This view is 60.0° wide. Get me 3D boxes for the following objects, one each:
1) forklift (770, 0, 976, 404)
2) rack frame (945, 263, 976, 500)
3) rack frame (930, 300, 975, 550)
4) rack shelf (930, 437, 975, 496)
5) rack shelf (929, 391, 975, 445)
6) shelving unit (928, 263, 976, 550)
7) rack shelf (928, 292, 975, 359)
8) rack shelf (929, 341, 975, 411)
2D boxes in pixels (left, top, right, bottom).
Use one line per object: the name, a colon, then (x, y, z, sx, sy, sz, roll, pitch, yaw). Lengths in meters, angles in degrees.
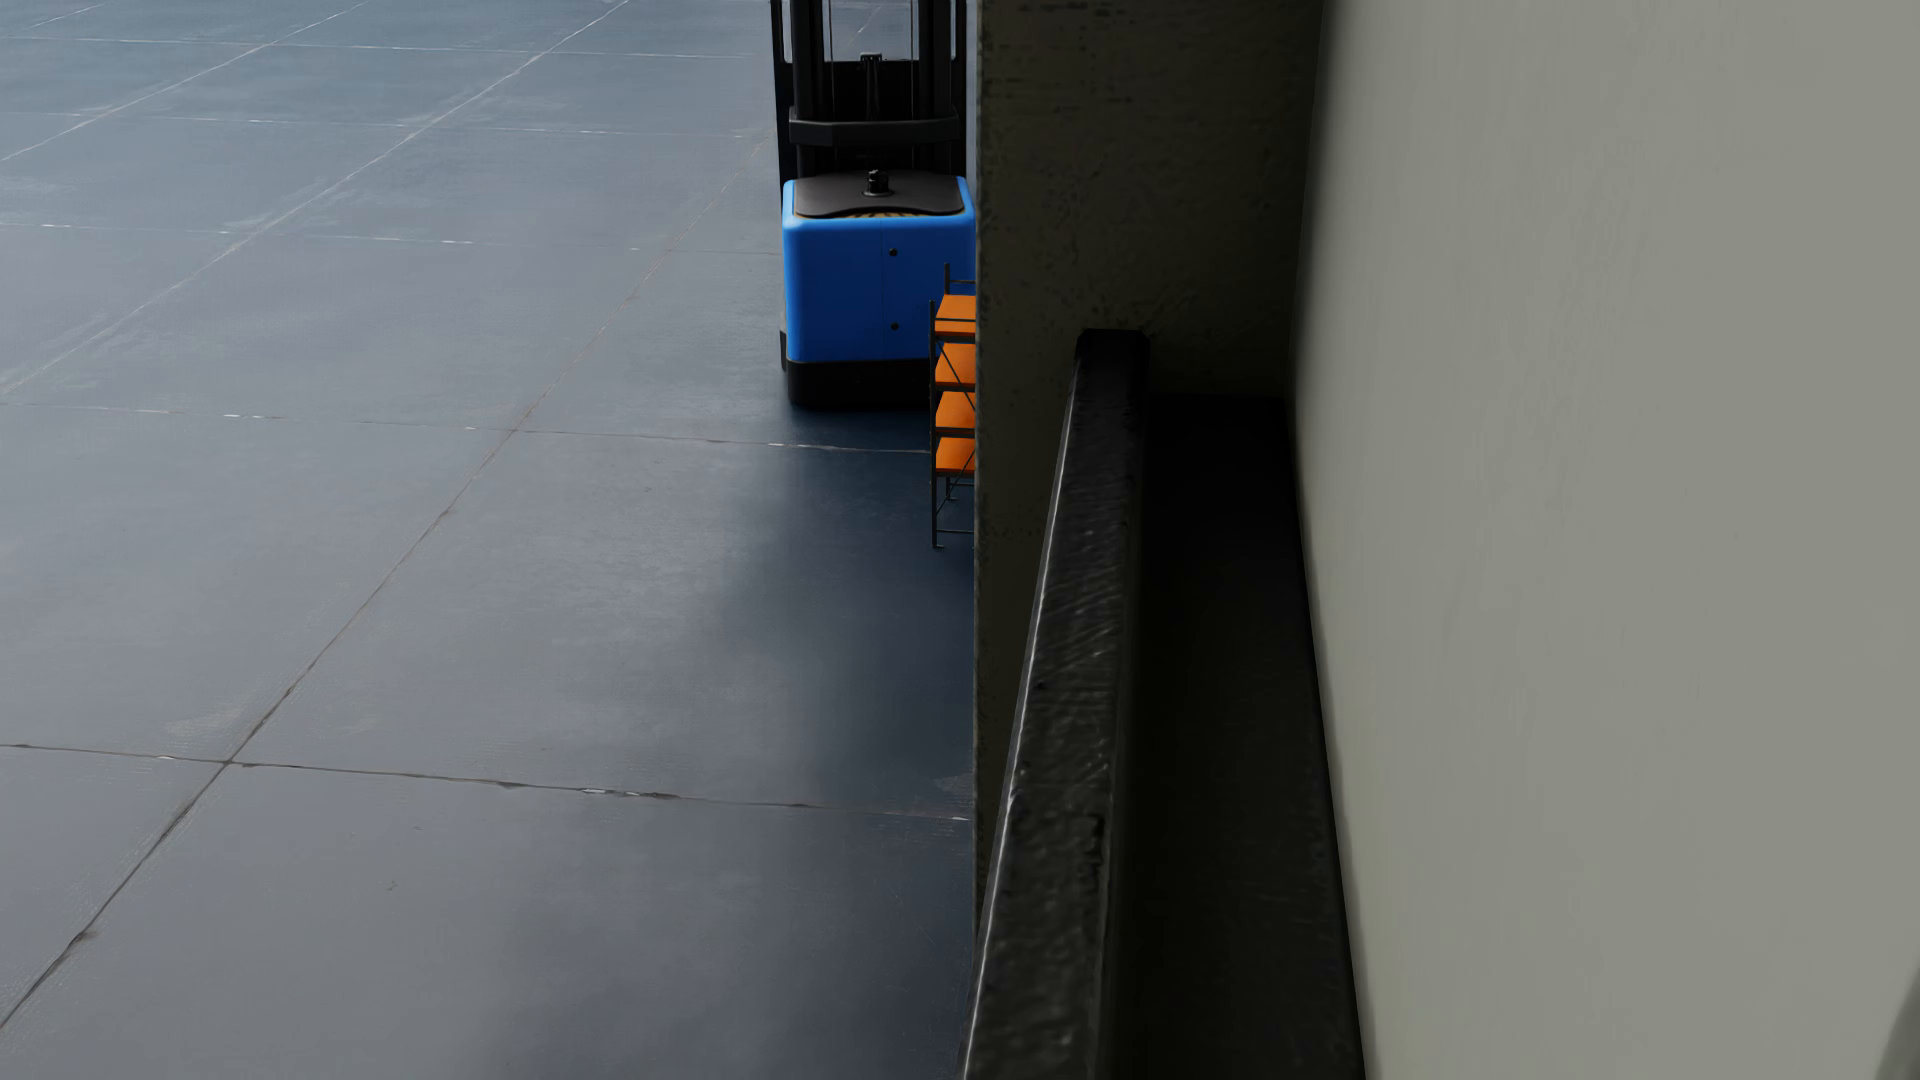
forklift: (-0.527, -2.691, 9.654, 1.130, 2.935, 3.031, -2, 28, -4)
rack frame: (0.050, -0.721, 7.823, 0.240, 1.200, 0.015, 3, 28, 6)
rack frame: (-0.010, -0.491, 7.397, 0.240, 1.200, 0.015, 3, 28, 6)
rack shelf: (0.020, -0.372, 7.736, 0.258, 0.148, 0.480, 3, 28, 6)
rack shelf: (0.020, -0.547, 7.642, 0.258, 0.148, 0.480, 3, 28, 6)
shelving unit: (0.020, -0.606, 7.610, 0.258, 1.200, 0.503, 3, 28, 6)
rack shelf: (0.020, -0.952, 7.424, 0.258, 0.148, 0.480, 3, 28, 6)
rack shelf: (0.020, -0.744, 7.536, 0.258, 0.148, 0.480, 3, 28, 6)
